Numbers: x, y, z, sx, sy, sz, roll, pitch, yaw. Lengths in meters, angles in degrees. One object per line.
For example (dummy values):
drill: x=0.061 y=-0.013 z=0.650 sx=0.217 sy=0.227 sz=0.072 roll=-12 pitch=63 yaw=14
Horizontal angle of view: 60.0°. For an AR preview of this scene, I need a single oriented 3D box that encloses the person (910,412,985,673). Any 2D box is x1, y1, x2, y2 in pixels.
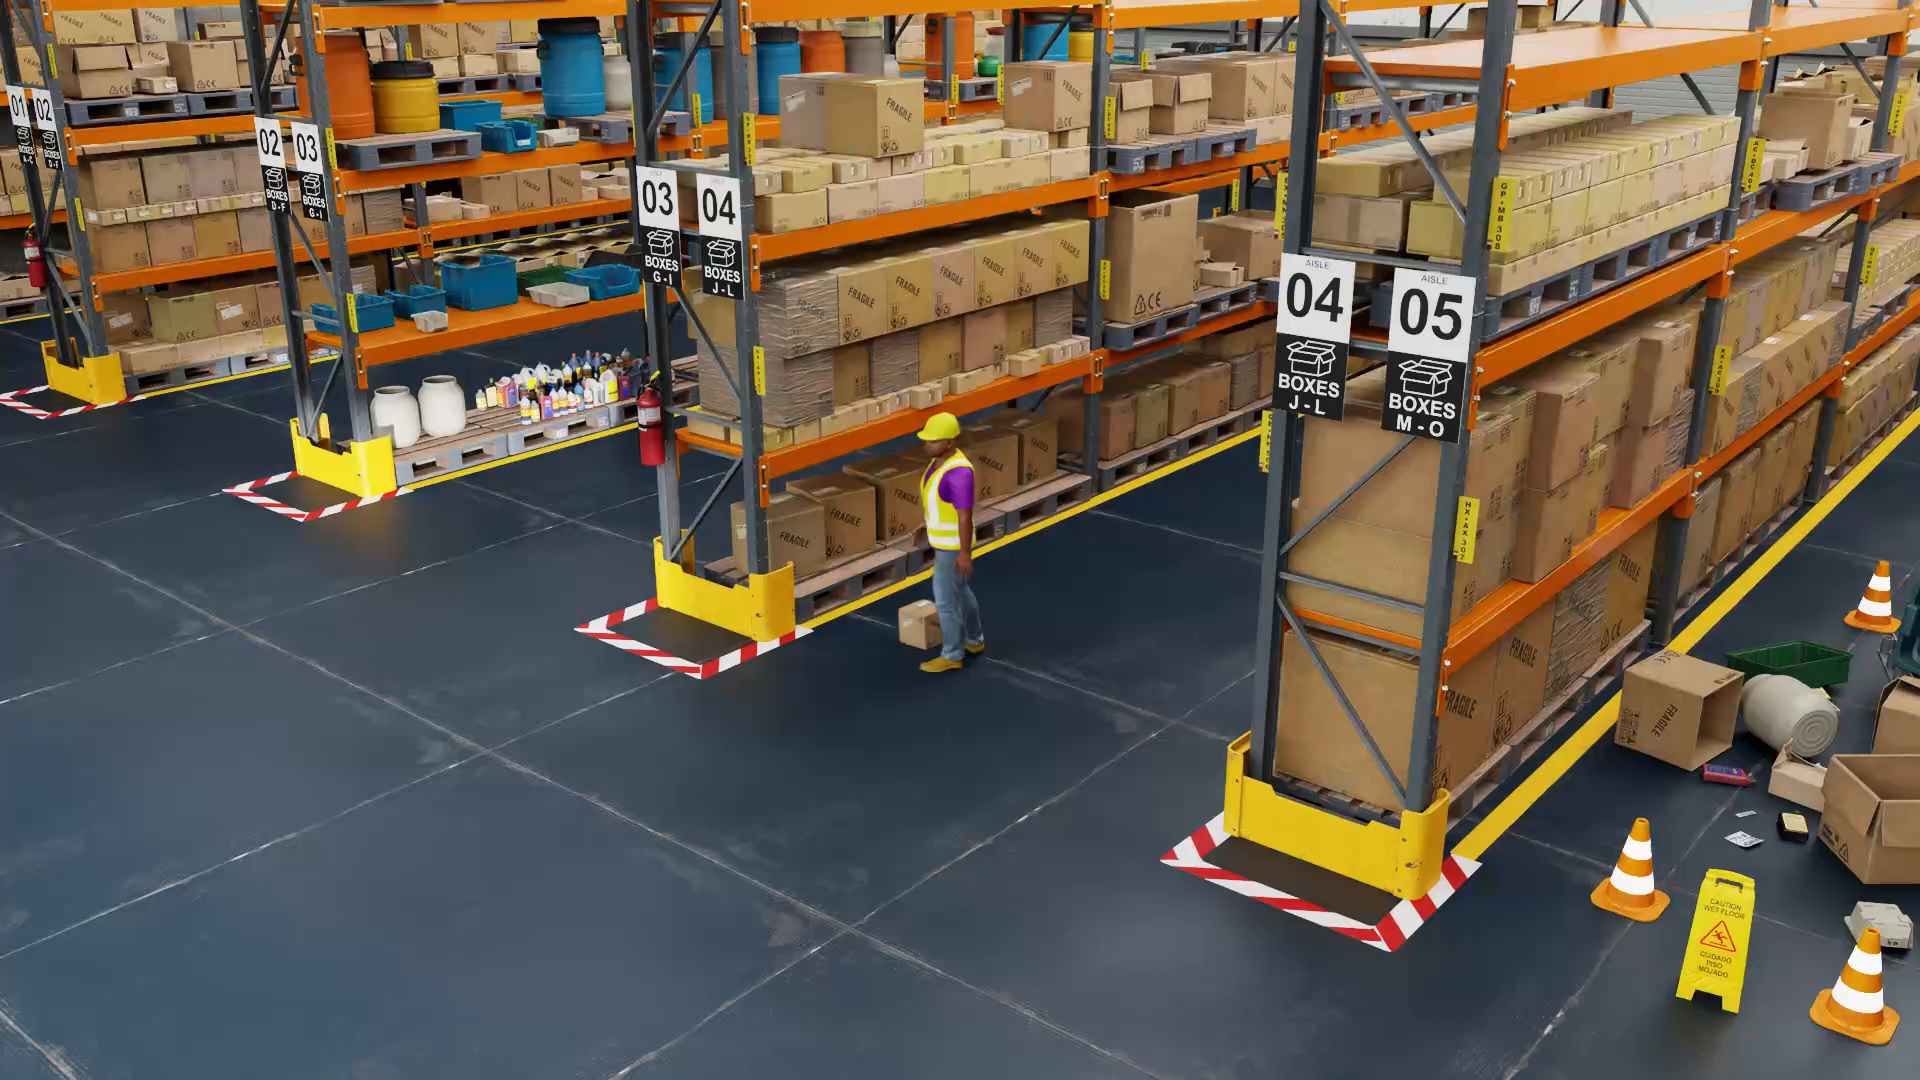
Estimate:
person: x=-0.063 y=0.002 z=11.033 sx=0.501 sy=1.779 sz=0.693 roll=-3 pitch=20 yaw=-7
